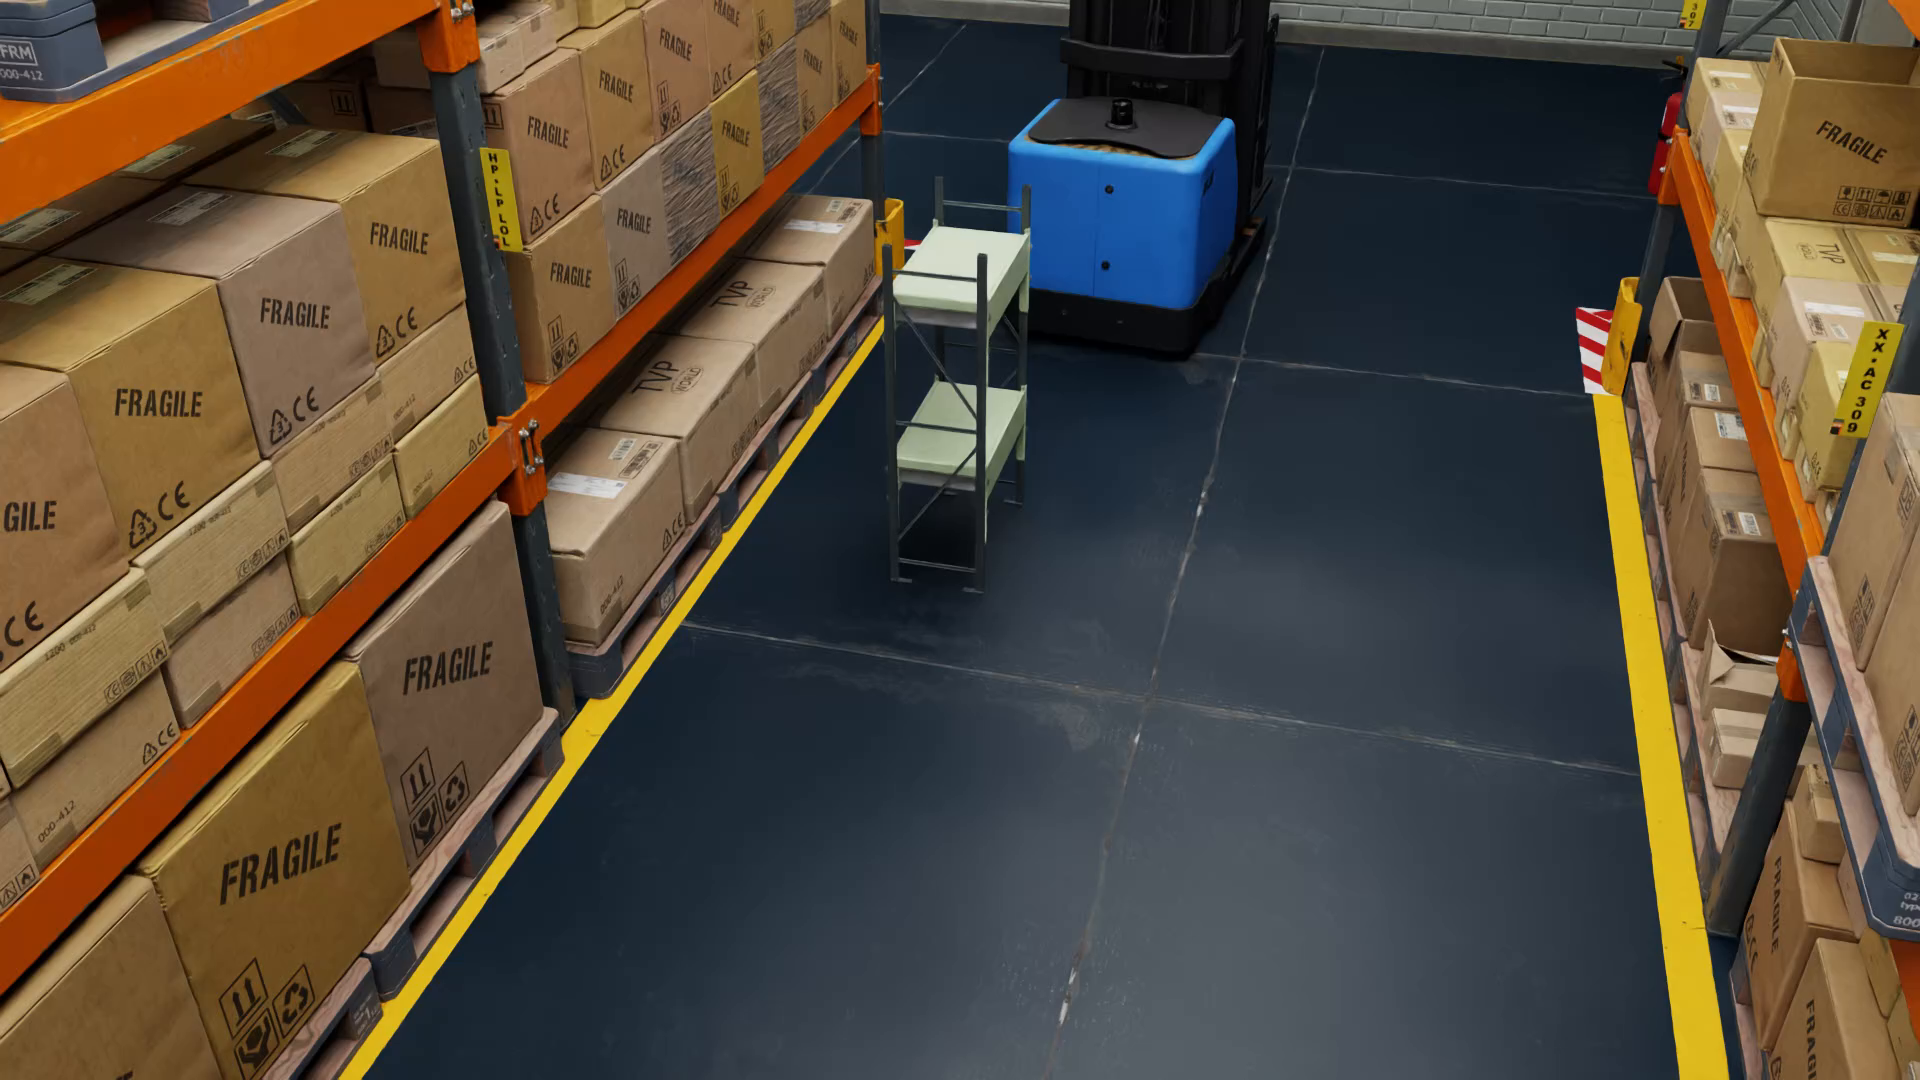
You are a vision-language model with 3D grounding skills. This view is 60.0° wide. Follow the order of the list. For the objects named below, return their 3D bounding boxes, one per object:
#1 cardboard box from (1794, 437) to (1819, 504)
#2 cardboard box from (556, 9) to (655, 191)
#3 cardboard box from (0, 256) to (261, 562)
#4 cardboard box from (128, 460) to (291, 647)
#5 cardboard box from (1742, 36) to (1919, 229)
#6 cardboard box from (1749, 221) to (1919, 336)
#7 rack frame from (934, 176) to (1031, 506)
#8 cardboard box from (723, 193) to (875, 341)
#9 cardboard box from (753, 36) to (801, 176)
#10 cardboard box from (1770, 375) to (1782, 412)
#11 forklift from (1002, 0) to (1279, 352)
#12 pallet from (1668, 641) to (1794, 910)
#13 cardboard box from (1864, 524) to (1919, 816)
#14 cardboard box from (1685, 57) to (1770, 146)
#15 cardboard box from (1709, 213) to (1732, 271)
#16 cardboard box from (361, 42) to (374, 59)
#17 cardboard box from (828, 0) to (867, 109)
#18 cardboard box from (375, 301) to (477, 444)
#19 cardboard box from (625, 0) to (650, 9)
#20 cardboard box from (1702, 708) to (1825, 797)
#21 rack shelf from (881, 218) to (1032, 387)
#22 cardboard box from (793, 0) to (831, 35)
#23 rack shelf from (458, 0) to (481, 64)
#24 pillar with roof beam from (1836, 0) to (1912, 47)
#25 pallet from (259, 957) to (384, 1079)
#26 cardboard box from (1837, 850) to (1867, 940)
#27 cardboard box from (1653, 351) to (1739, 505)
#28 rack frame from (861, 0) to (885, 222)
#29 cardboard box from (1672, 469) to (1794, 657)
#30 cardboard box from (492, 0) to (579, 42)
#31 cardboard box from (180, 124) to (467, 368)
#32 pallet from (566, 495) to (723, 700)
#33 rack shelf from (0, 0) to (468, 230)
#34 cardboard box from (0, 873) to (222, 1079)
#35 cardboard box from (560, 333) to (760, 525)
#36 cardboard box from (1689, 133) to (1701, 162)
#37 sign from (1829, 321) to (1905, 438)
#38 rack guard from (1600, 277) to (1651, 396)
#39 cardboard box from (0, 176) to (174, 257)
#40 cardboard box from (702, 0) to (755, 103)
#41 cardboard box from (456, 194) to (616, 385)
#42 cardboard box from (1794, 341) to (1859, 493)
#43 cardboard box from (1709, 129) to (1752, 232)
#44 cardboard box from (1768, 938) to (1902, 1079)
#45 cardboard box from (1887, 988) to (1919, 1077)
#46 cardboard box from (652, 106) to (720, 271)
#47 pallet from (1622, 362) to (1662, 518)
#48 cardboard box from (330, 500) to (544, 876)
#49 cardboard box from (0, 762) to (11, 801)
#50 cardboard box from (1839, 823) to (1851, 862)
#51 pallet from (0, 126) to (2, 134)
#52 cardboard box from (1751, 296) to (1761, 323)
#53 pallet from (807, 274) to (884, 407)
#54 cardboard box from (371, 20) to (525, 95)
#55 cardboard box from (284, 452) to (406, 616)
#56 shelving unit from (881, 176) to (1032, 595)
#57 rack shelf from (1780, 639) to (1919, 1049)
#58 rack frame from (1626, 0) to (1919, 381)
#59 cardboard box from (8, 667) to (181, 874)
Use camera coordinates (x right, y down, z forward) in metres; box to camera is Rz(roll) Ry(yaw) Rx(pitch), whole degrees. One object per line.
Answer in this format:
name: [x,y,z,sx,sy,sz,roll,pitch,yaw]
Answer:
cardboard box: [2.753,-0.209,5.017,0.380,0.149,0.250,9,34,14]
cardboard box: [-1.442,-1.590,5.930,0.500,0.500,0.500,8,33,12]
cardboard box: [-2.073,-0.319,3.931,0.500,0.500,0.500,9,34,14]
cardboard box: [-2.053,-0.007,4.138,0.500,0.250,0.500,9,33,14]
cardboard box: [3.130,-1.454,5.905,0.500,0.500,0.500,9,34,14]
cardboard box: [3.017,-0.856,5.662,0.500,0.250,0.500,8,33,12]
rack frame: [0.091,-0.819,7.141,0.400,1.500,0.023,8,33,12]
cardboard box: [-0.987,-1.466,8.757,0.875,0.438,0.875,7,33,11]
cardboard box: [-1.045,-1.956,7.437,0.500,0.500,0.500,9,34,14]
cardboard box: [2.888,-0.479,5.442,0.380,0.149,0.250,9,34,14]
forklift: [1.218,-2.997,9.232,1.130,2.935,3.031,11,34,17]
pallet: [3.046,0.844,5.726,1.003,0.211,1.213,8,33,12]
cardboard box: [2.401,0.293,3.509,0.700,0.500,0.500,8,33,13]
cardboard box: [3.511,-1.916,7.331,0.500,0.250,0.500,8,33,13]
cardboard box: [3.162,-1.152,6.500,0.380,0.149,0.250,7,33,11]
cardboard box: [-1.989,-1.714,5.520,0.380,0.149,0.250,9,33,14]
cardboard box: [-0.782,-2.482,8.266,0.500,0.500,0.500,8,33,13]
cardboard box: [-1.808,-0.537,4.972,0.500,0.250,0.500,8,33,12]
cardboard box: [-1.308,-2.045,6.041,0.380,0.149,0.250,7,33,11]
cardboard box: [2.728,0.720,5.588,0.380,0.149,0.250,7,33,11]
rack shelf: [-0.002,-0.959,6.633,0.431,0.370,0.720,8,33,12]
cardboard box: [-0.912,-2.633,7.570,0.500,0.500,0.500,8,33,13]
rack shelf: [-1.423,-2.651,6.499,1.077,0.370,4.000,8,33,12]
pillar with roof beam: [1.278,-6.447,9.003,9.100,9.000,0.400,8,33,12]
pallet: [-2.361,1.572,4.581,1.003,0.211,1.213,8,33,12]
cardboard box: [2.527,0.931,4.323,0.380,0.149,0.250,7,33,11]
cardboard box: [3.385,-0.432,7.072,0.700,0.500,0.500,9,34,14]
rack frame: [-0.916,-2.726,8.743,1.000,3.000,0.127,8,33,12]
cardboard box: [3.121,0.107,6.225,0.700,0.500,0.500,7,33,11]
cardboard box: [-1.526,-1.791,5.641,0.380,0.149,0.250,8,33,12]
cardboard box: [-1.801,-0.849,4.764,0.500,0.500,0.500,9,34,14]
pallet: [-1.662,0.142,6.830,1.003,0.211,1.213,8,33,12]
rack shelf: [-2.439,-0.575,3.233,1.077,0.370,4.000,8,33,12]
cardboard box: [-2.460,1.335,3.943,0.875,0.875,0.875,8,33,13]
cardboard box: [-1.441,-0.523,7.273,0.875,0.438,0.875,7,33,11]
cardboard box: [3.537,-1.813,7.541,0.380,0.149,0.250,8,33,12]
sign: [2.344,-0.412,4.295,0.100,0.325,0.005,8,33,12]
rack guard: [3.867,-0.958,8.291,1.175,0.500,0.348,8,33,12]
cardboard box: [-2.423,-0.658,4.464,0.500,0.500,0.500,8,33,12]
cardboard box: [-1.170,-2.116,6.757,0.500,0.500,0.500,8,33,12]
cardboard box: [-1.559,-0.901,5.778,0.500,0.500,0.500,9,34,14]
cardboard box: [2.764,-0.337,4.846,0.500,0.250,0.500,9,33,14]
cardboard box: [3.257,-1.391,6.505,0.500,0.250,0.500,7,33,11]
cardboard box: [2.405,1.399,4.192,0.500,0.500,0.500,8,33,12]
cardboard box: [2.417,1.210,3.885,0.380,0.149,0.250,7,33,12]
cardboard box: [-1.295,-1.419,6.592,0.500,0.500,0.500,8,33,13]
pallet: [3.666,-0.422,7.718,1.003,0.211,1.213,8,33,12]
cardboard box: [-2.011,0.401,5.412,0.875,0.875,0.875,9,34,14]
cardboard box: [-2.308,0.523,3.305,0.500,0.250,0.500,8,33,12]
cardboard box: [2.503,0.793,4.264,0.380,0.149,0.250,6,33,10]
pallet: [-2.553,-0.683,2.909,1.003,0.211,1.213,10,34,15]
cardboard box: [3.117,-0.869,6.055,0.380,0.149,0.250,8,33,12]
pallet: [-1.043,-1.124,8.822,1.003,0.211,1.213,8,33,12]
cardboard box: [-1.600,-1.517,5.211,0.380,0.149,0.250,8,33,12]
cardboard box: [-1.931,-0.056,4.682,0.500,0.250,0.500,8,33,12]
shelving unit: [-0.002,-0.629,6.842,0.431,1.500,0.755,8,33,12]
rack shelf: [2.364,1.365,2.978,1.077,0.370,4.000,8,33,12]
rack frame: [3.886,-2.053,7.683,1.000,3.000,0.127,8,33,12]
cardboard box: [-2.205,0.472,3.852,0.500,0.250,0.500,8,33,12]
